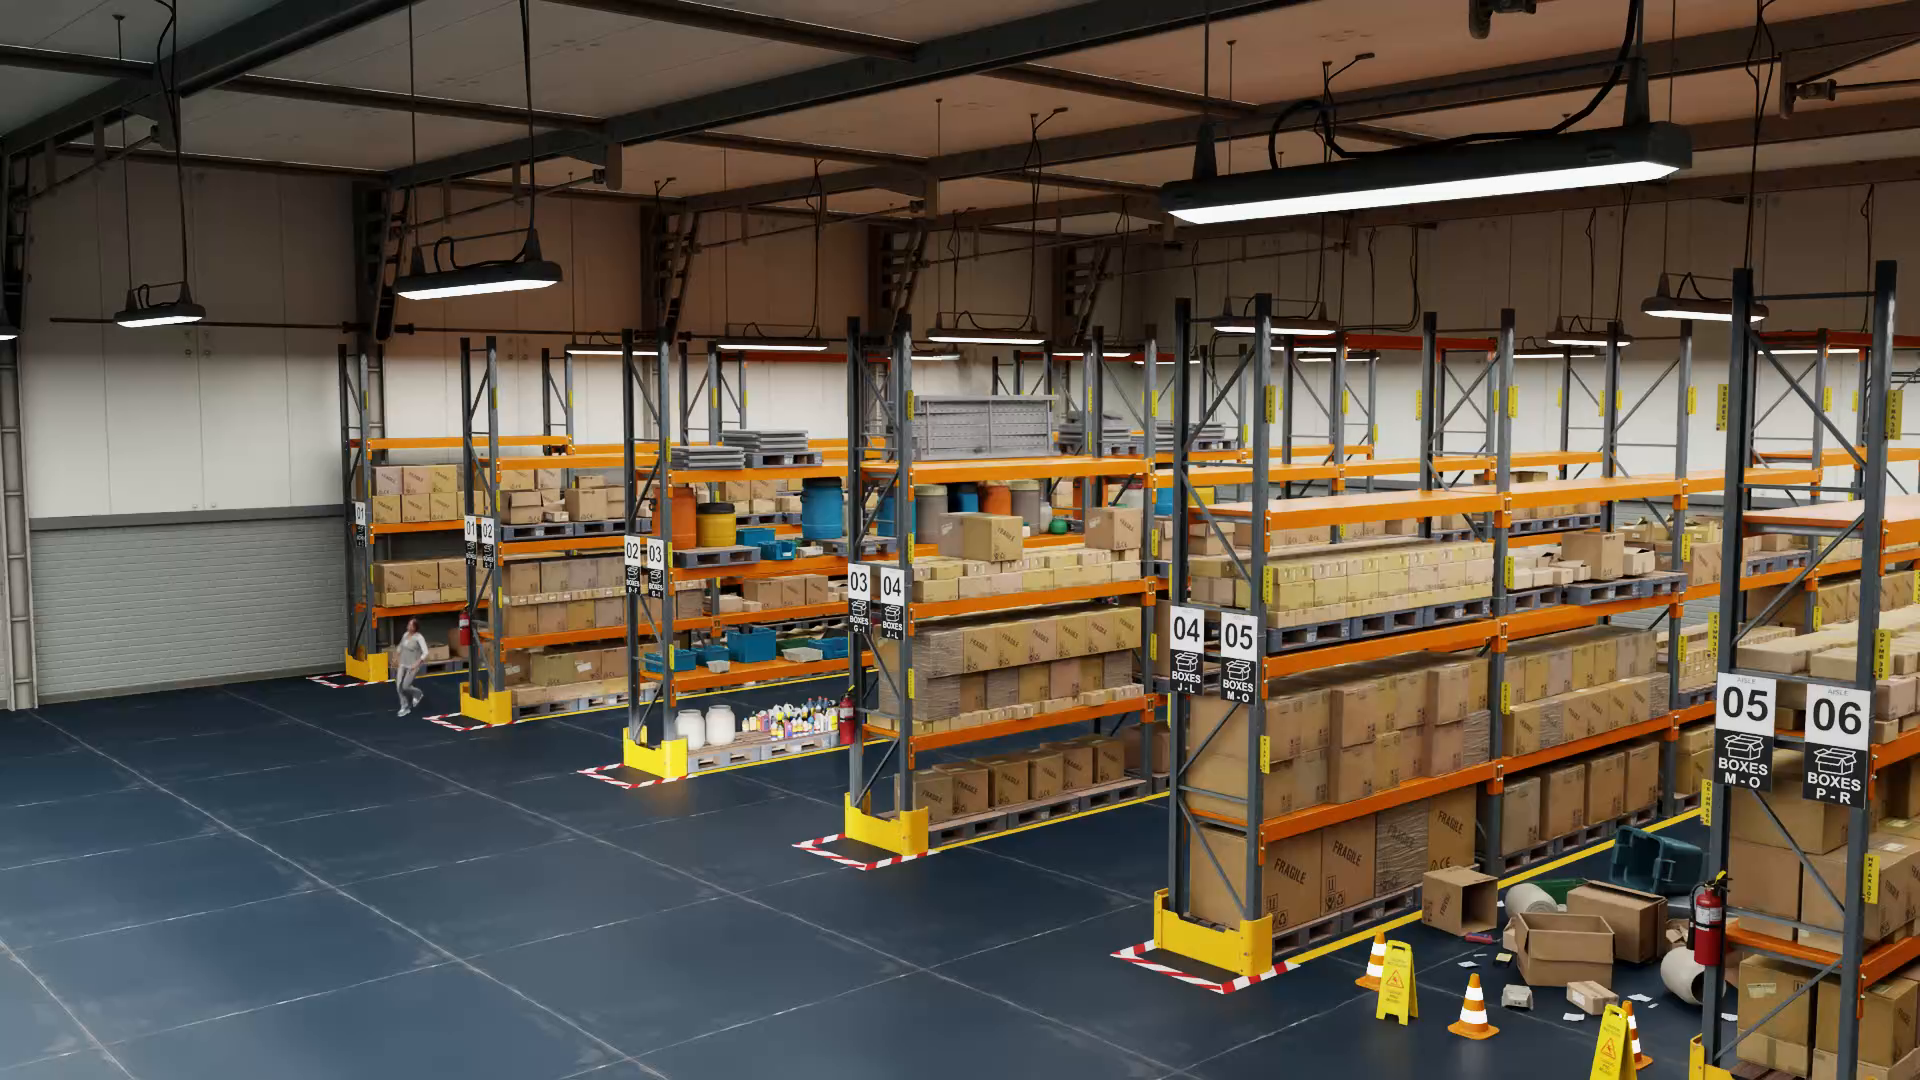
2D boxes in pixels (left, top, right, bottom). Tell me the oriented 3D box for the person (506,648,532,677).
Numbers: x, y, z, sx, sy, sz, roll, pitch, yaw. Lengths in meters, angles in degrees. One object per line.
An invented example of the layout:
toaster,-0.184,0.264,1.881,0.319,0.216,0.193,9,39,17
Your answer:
person,-7.652,1.742,28.557,0.681,1.836,0.896,5,7,42

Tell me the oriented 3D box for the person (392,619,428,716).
person,-8.748,2.026,26.582,0.598,1.560,0.510,2,5,20
